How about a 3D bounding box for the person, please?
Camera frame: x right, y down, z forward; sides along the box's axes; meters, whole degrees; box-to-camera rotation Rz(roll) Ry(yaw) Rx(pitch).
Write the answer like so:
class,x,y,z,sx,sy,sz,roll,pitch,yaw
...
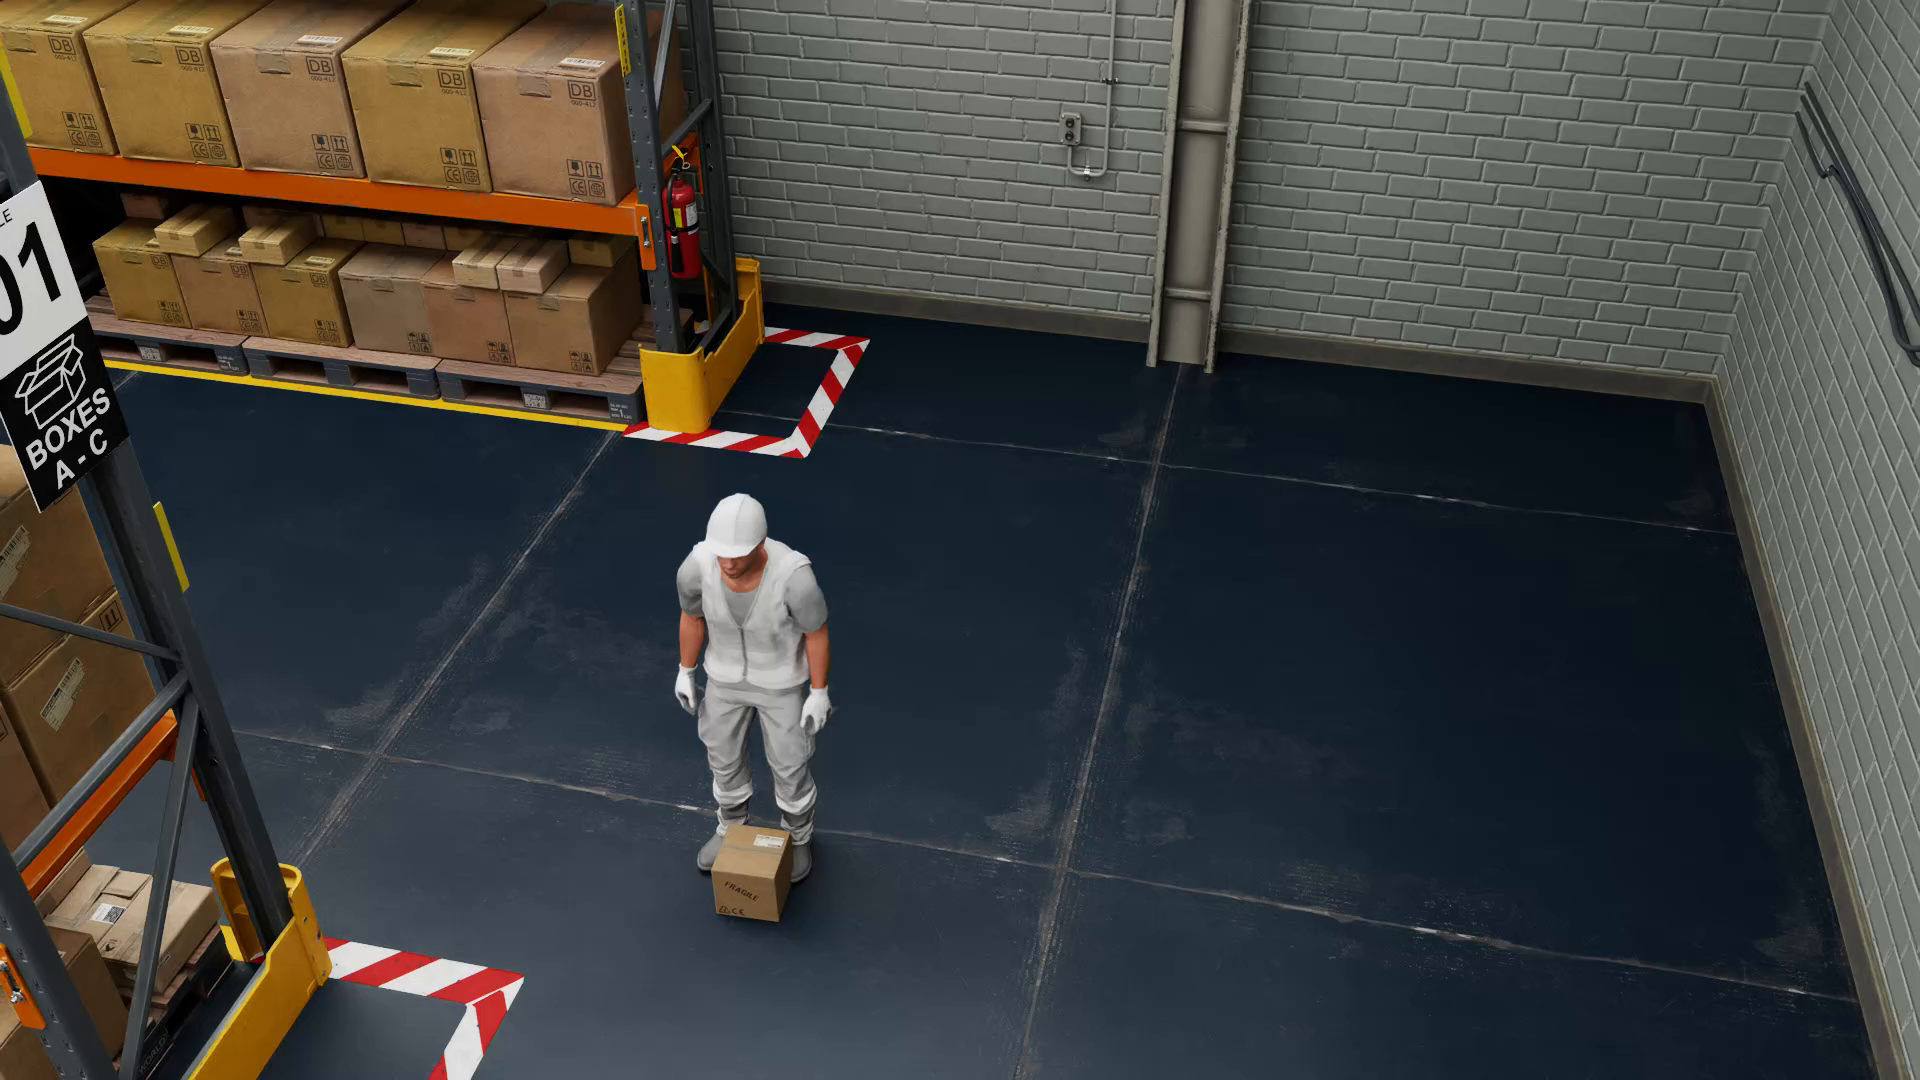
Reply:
class,x,y,z,sx,sy,sz,roll,pitch,yaw
person,-0.771,0.545,6.209,0.609,1.779,0.449,8,37,10
